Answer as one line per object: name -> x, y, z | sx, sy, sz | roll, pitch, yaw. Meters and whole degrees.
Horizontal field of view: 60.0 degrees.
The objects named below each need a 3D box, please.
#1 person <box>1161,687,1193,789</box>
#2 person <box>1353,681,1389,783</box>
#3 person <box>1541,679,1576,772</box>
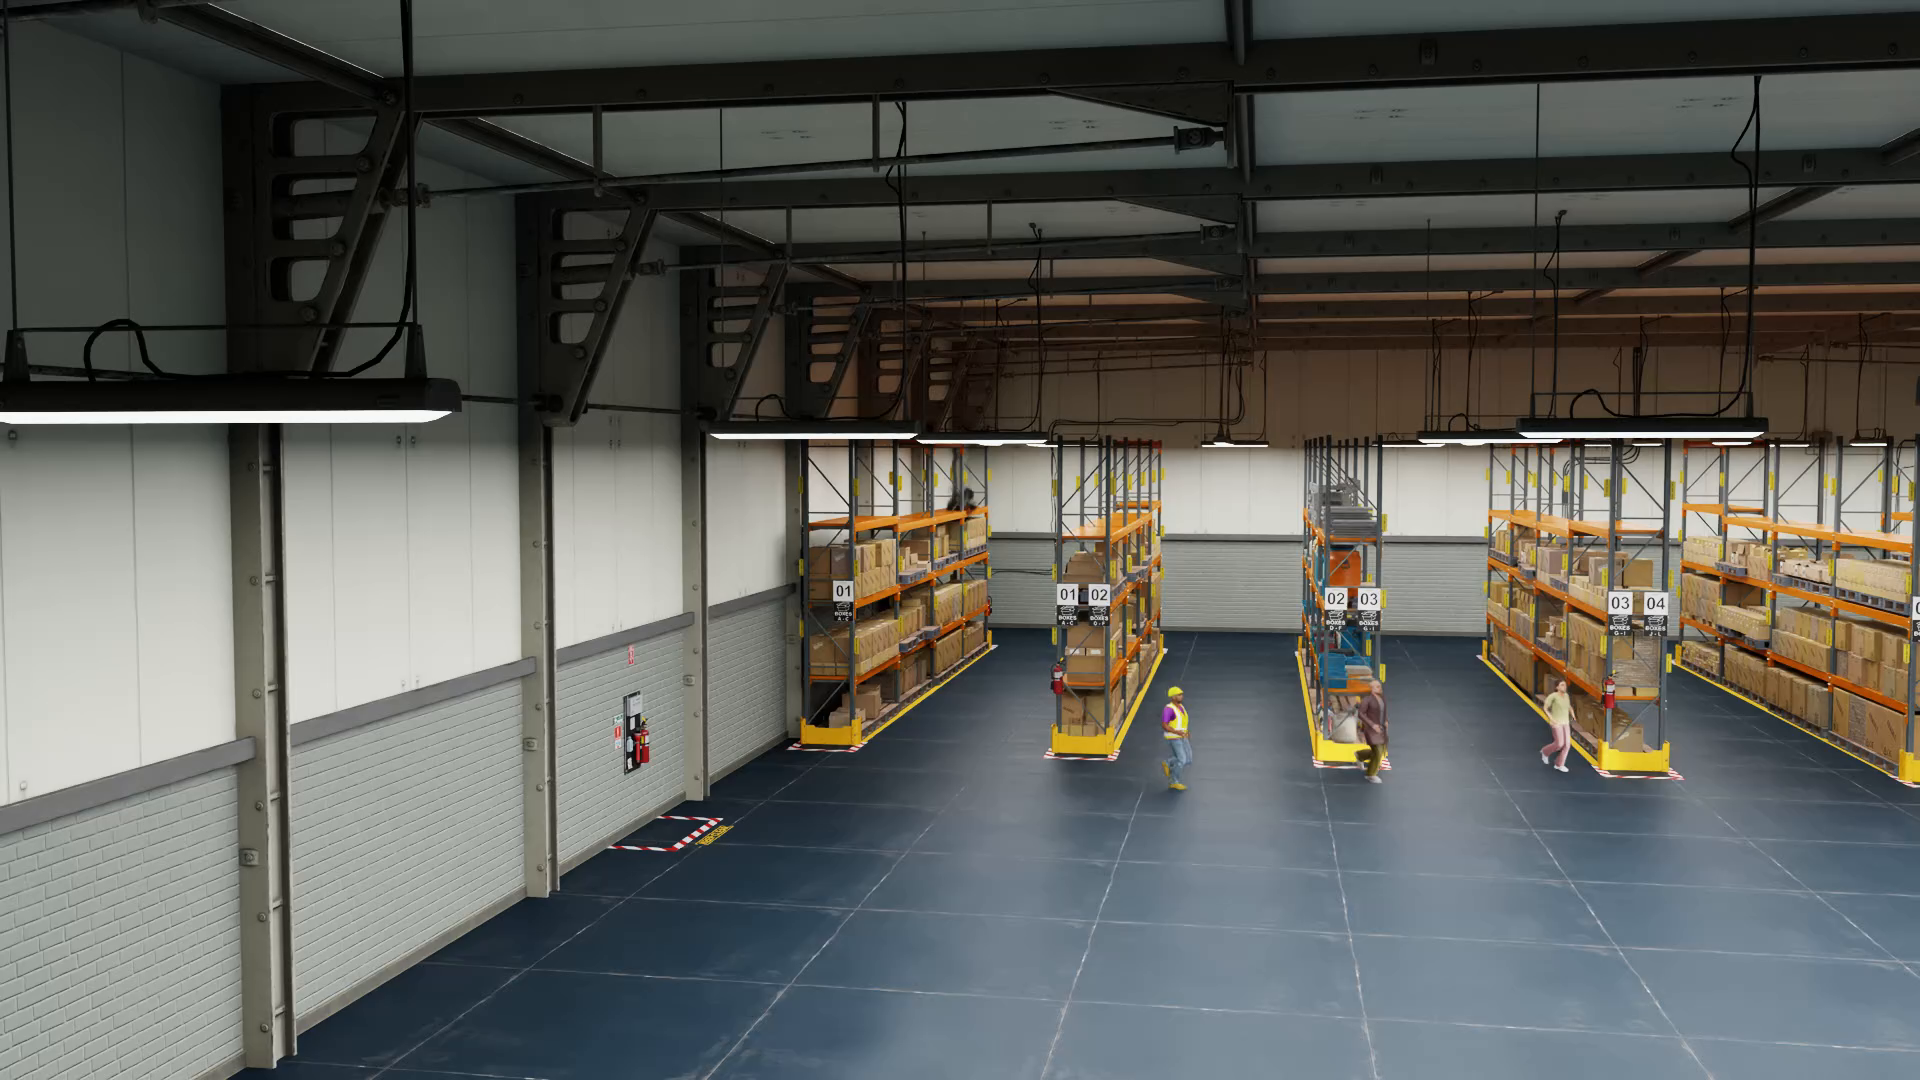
person -> 3.652, 3.344, 28.147 | 0.586, 1.722, 0.703 | 2, 4, 33
person -> 7.130, 3.303, 28.847 | 0.727, 1.763, 0.712 | -2, 4, -38
person -> 10.729, 3.295, 29.836 | 0.599, 1.644, 0.585 | -1, 3, -21
